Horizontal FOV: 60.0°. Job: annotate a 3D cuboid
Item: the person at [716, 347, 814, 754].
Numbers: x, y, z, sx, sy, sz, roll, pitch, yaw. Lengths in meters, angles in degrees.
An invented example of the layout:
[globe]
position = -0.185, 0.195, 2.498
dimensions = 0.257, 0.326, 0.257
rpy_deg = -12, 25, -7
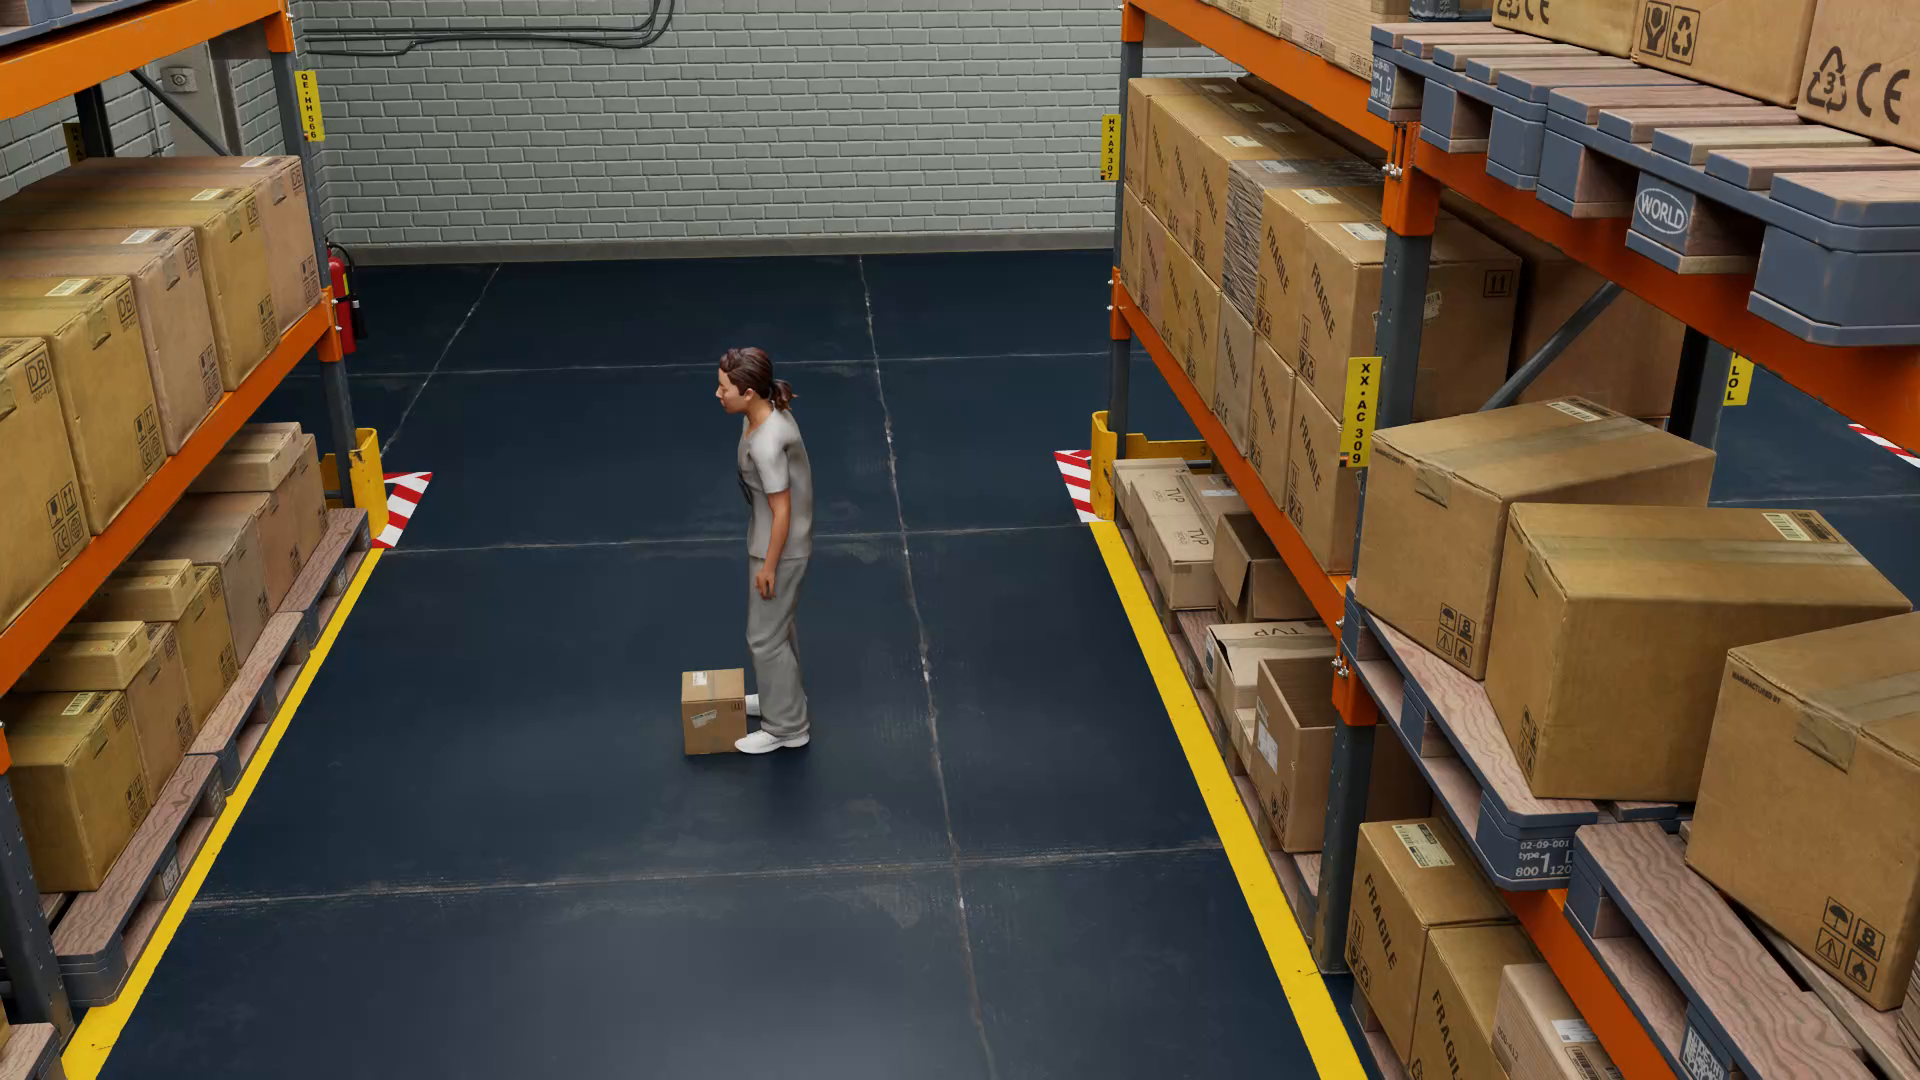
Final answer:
[person]
position = -0.753, 0.035, 6.525
dimensions = 0.363, 1.671, 0.511
rpy_deg = -4, 24, -8
